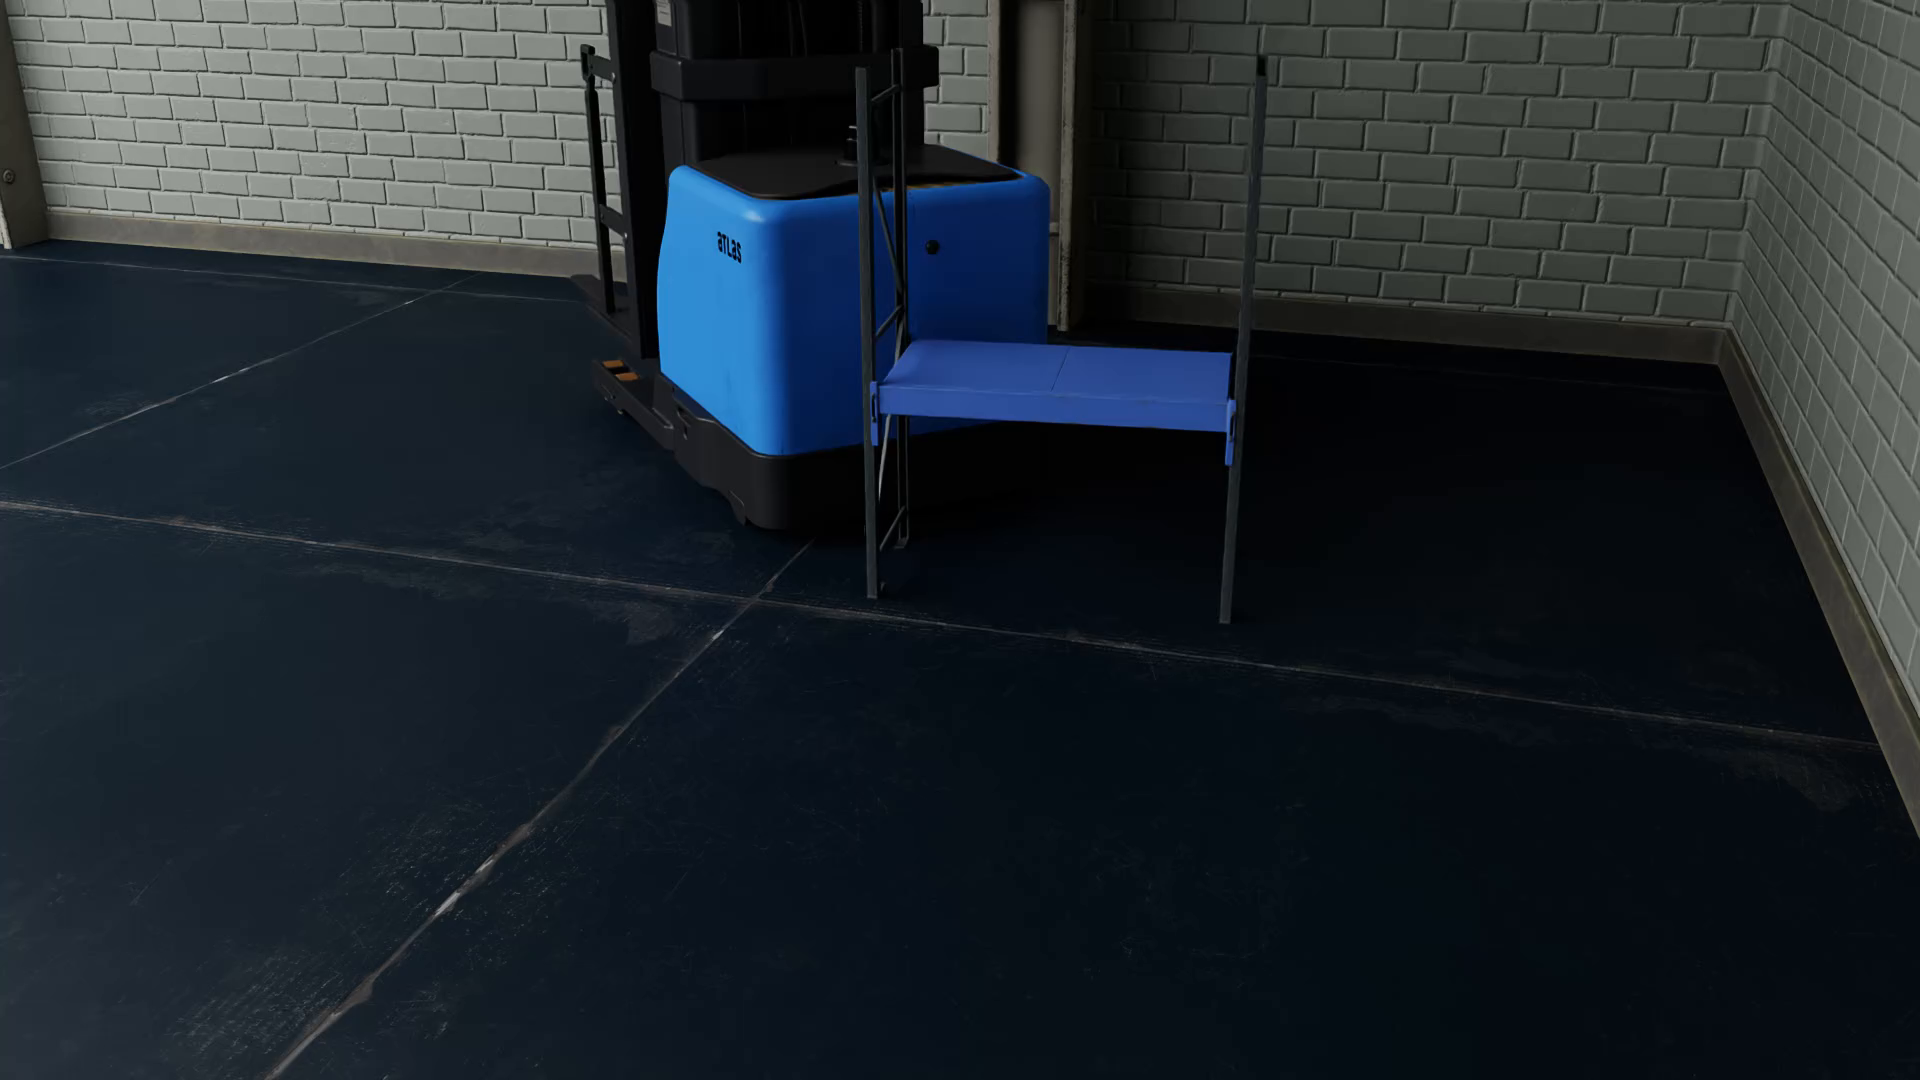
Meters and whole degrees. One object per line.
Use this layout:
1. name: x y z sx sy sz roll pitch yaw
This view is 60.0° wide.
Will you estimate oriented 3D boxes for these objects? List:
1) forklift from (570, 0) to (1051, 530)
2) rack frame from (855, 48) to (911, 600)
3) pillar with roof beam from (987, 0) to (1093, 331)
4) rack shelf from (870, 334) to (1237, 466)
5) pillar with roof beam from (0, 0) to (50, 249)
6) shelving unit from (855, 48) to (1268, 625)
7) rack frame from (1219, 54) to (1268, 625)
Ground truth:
1. forklift: -0.809 -1.908 6.060 1.130 2.935 3.031 -11 25 -24
2. rack frame: -0.213 -0.613 4.789 0.032 1.500 0.500 4 23 9
3. pillar with roof beam: -0.889 -3.630 2.263 0.400 9.000 9.100 7 23 16
4. rack shelf: 0.288 -0.414 4.777 1.000 0.185 0.538 4 23 9
5. pillar with roof beam: -6.634 -4.288 3.866 0.400 9.000 9.100 7 23 16
6. shelving unit: 0.288 -0.581 4.709 1.048 1.500 0.538 4 23 9
7. rack frame: 0.789 -0.548 4.629 0.032 1.500 0.500 4 23 9
